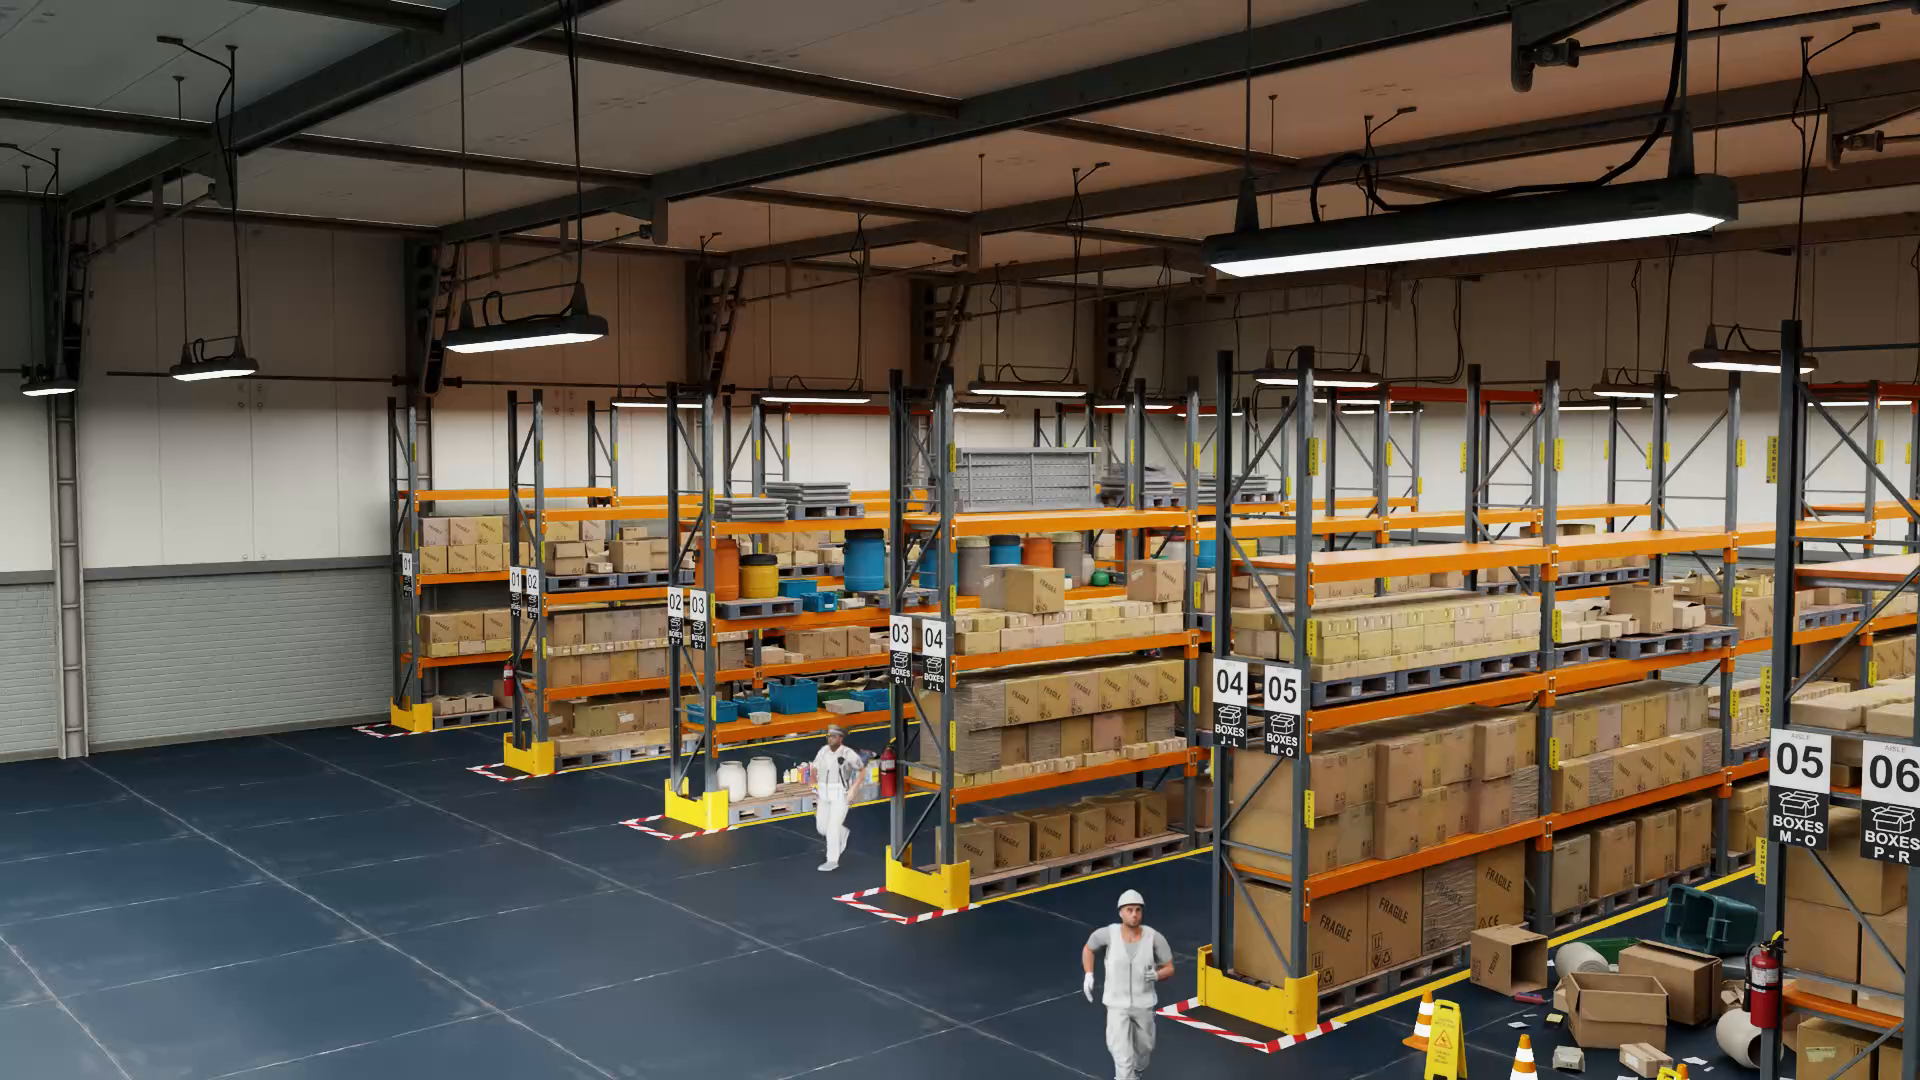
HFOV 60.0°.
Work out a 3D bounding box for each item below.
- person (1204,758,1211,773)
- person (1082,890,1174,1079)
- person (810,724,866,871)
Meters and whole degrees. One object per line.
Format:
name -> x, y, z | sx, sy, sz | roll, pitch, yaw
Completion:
person -> 4.104, 2.823, 26.272 | 0.584, 1.652, 0.722 | 3, 5, 43
person -> 1.285, 3.517, 12.525 | 0.683, 1.730, 1.091 | 0, 3, -2
person -> -1.513, 3.099, 20.265 | 0.678, 1.753, 0.762 | 2, 4, 26
